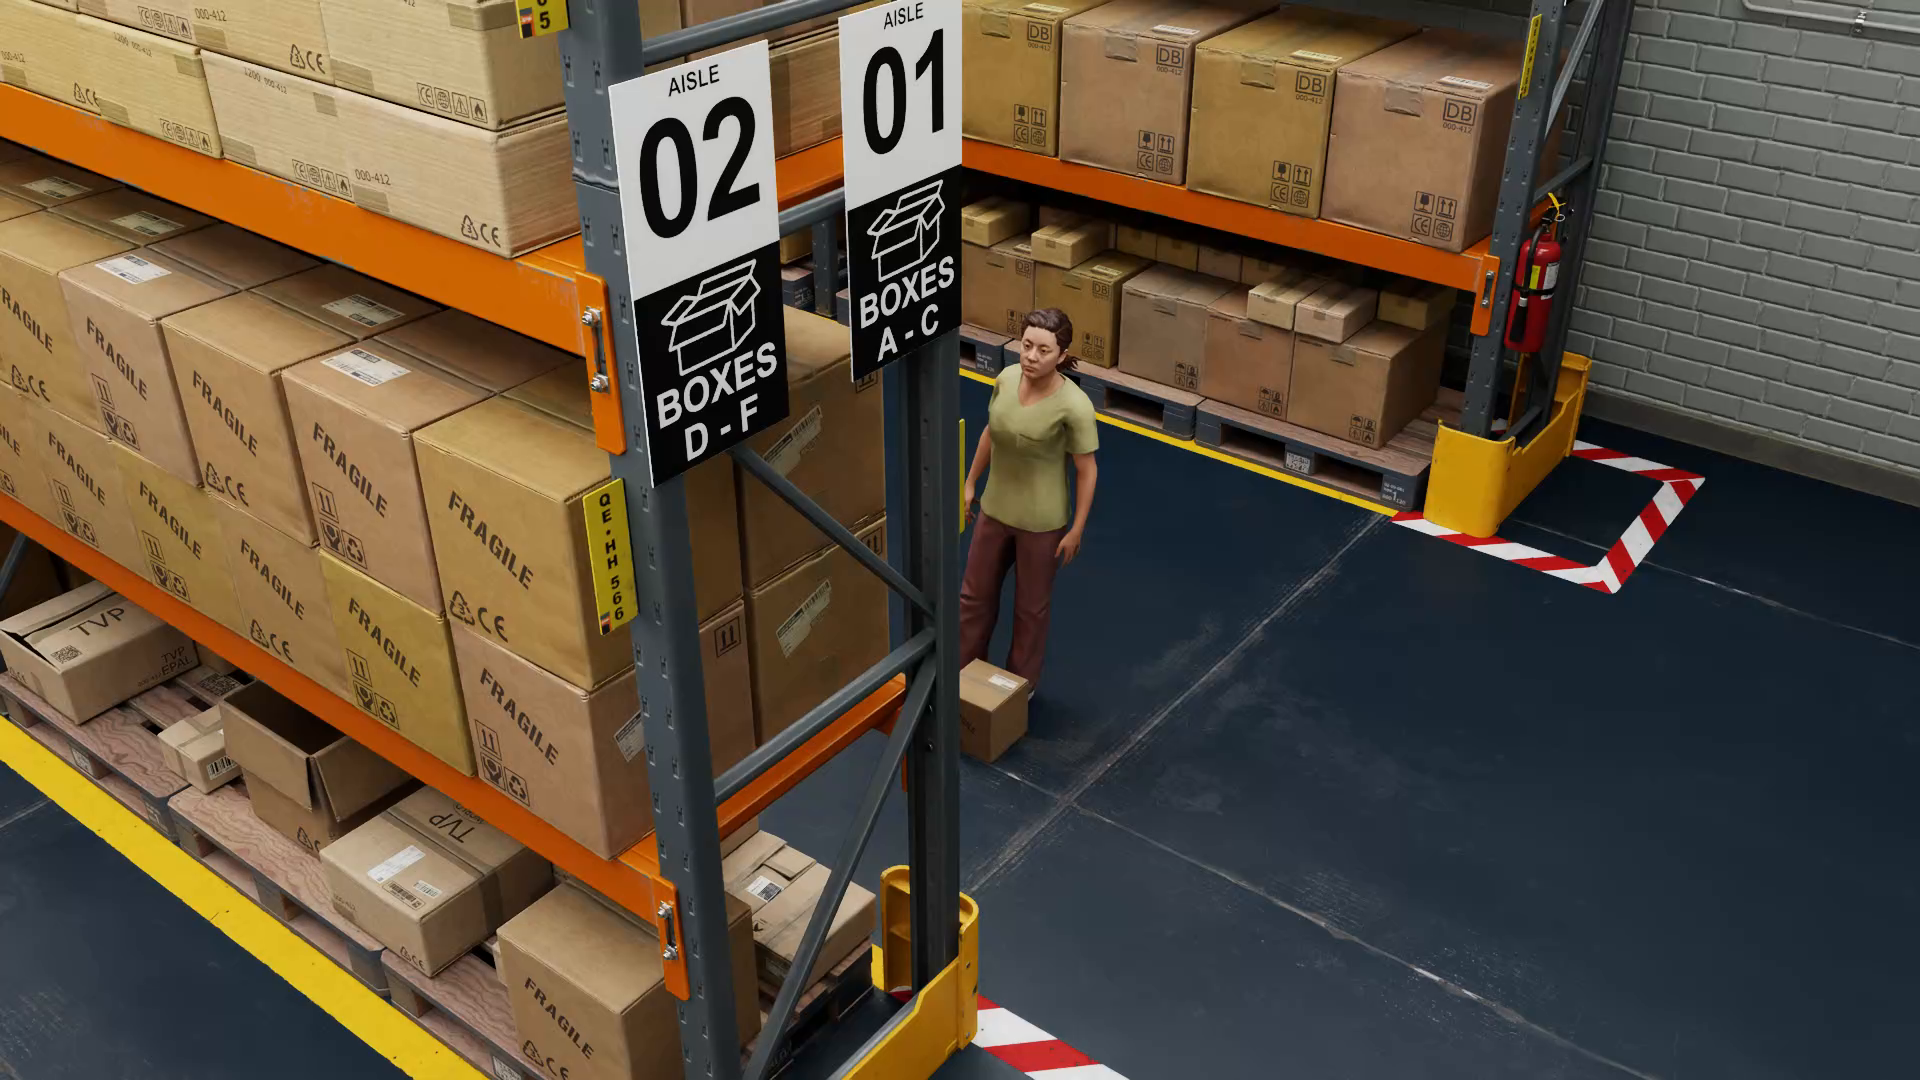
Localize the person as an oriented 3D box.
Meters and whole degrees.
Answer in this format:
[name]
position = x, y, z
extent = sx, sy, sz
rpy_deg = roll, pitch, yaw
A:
[person]
position = 0.196, -0.060, 6.215
extent = 0.553, 1.675, 0.549
rpy_deg = 21, 37, 31
